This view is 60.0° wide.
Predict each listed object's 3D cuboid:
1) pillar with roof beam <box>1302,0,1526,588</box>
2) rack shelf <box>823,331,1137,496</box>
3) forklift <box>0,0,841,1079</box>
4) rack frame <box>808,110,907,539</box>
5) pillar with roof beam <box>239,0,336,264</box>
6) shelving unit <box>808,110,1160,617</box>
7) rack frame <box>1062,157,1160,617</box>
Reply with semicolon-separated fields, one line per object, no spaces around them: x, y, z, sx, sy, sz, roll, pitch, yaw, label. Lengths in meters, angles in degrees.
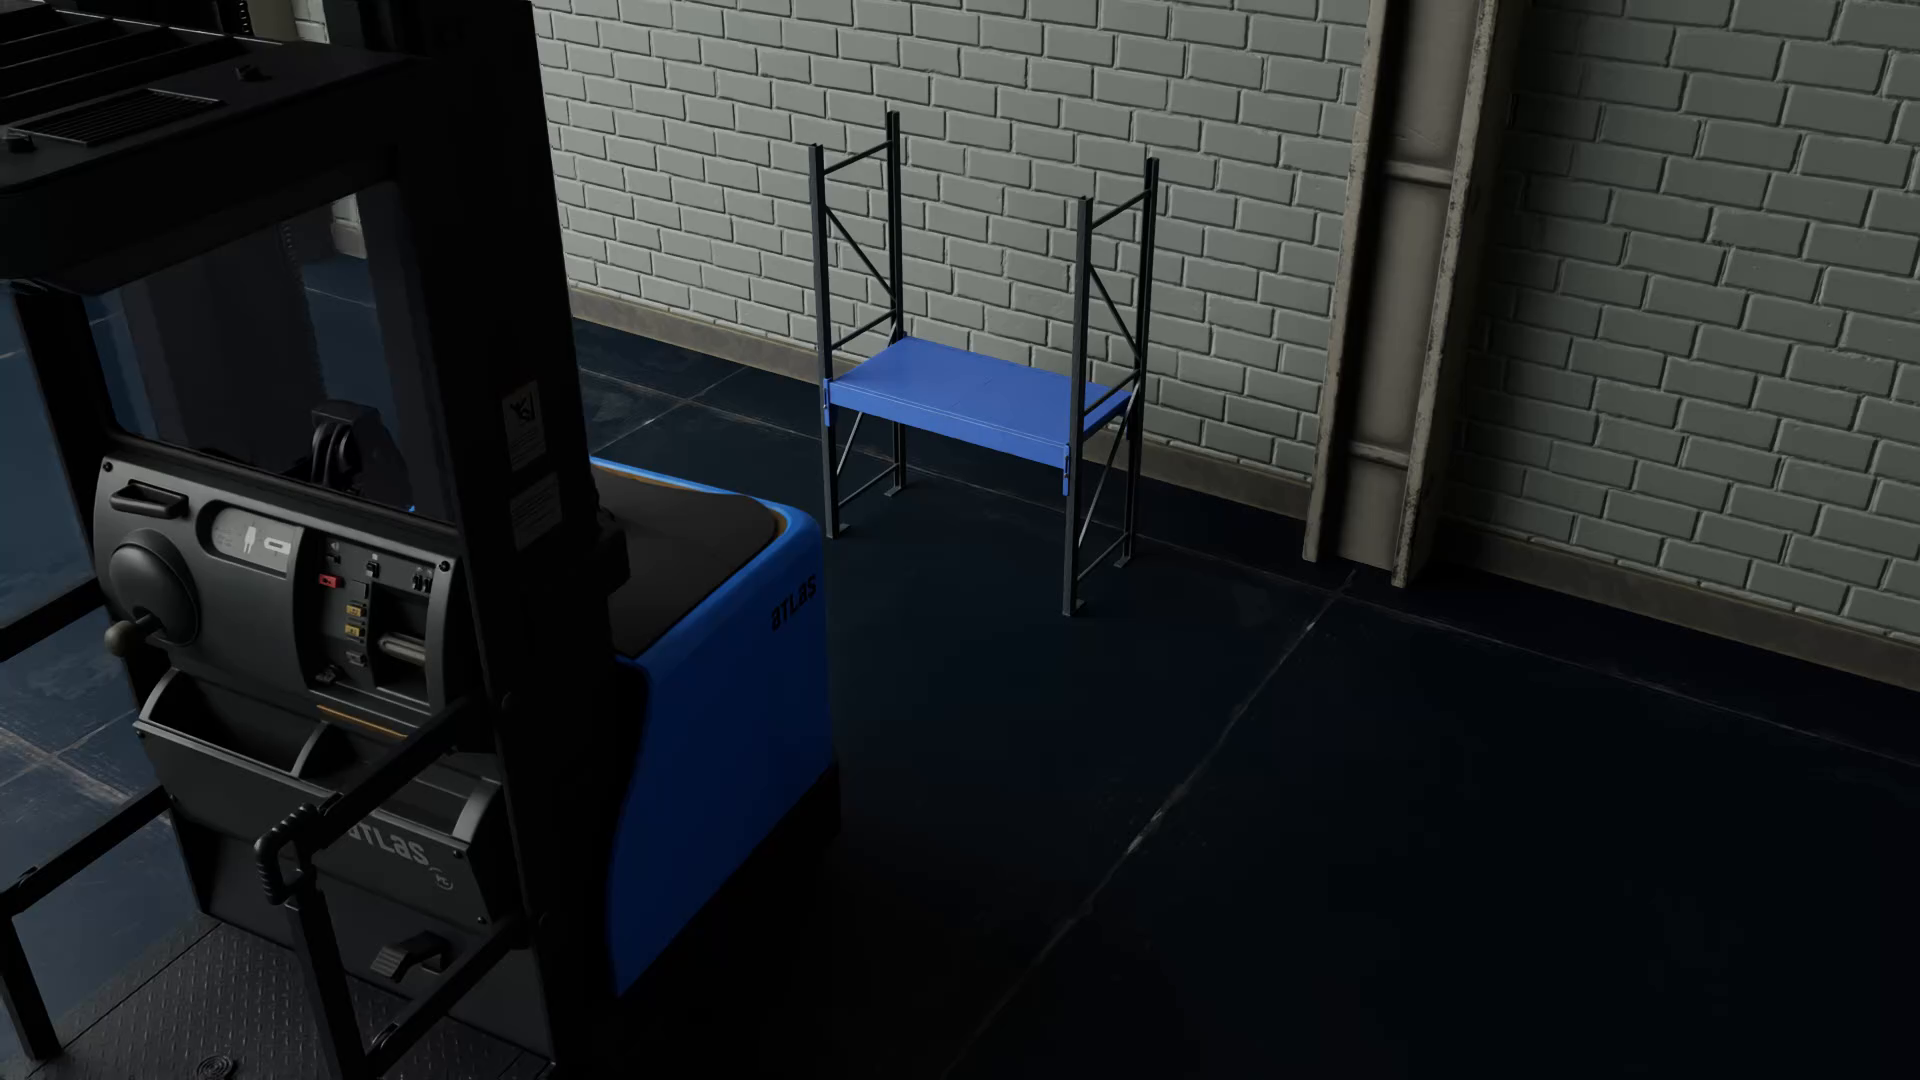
-0.779;-1.994;0.737;0.400;9.000;9.100;18;35;27;pillar with roof beam
0.072;-0.470;5.924;1.000;0.185;0.538;18;35;27;rack shelf
-1.443;0.148;3.087;1.130;2.935;3.031;14;33;23;forklift
-0.358;-0.761;6.066;0.032;1.500;0.500;18;35;27;rack frame
-5.861;-3.601;3.492;0.400;9.000;9.100;18;35;27;pillar with roof beam
0.072;-0.625;5.833;1.048;1.500;0.538;18;35;27;shelving unit
0.503;-0.489;5.599;0.032;1.500;0.500;18;35;27;rack frame
